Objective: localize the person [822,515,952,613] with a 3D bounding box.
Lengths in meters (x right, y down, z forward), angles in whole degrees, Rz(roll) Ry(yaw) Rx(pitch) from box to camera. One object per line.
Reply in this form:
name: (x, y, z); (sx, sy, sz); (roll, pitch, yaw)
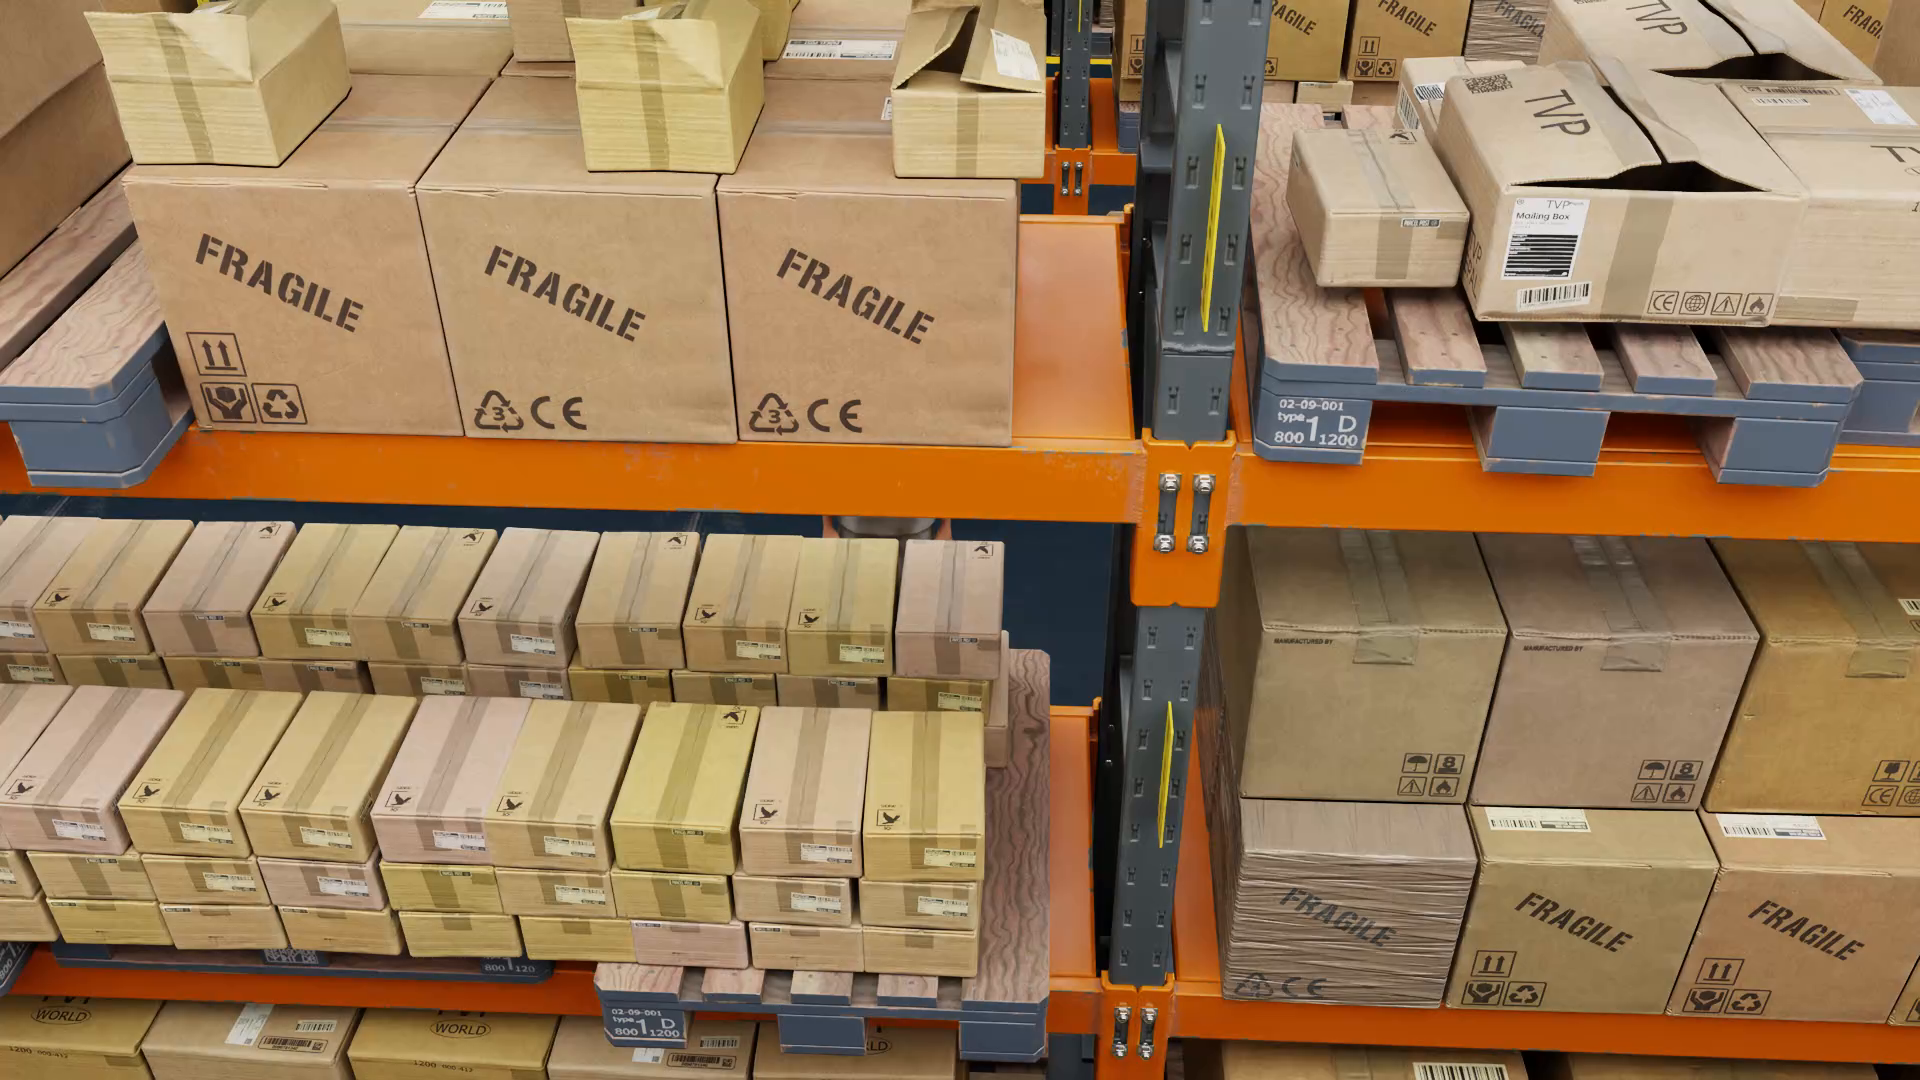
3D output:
person: (-0.281, -0.042, 6.207); (0.514, 1.672, 0.356); (0, 36, -1)
